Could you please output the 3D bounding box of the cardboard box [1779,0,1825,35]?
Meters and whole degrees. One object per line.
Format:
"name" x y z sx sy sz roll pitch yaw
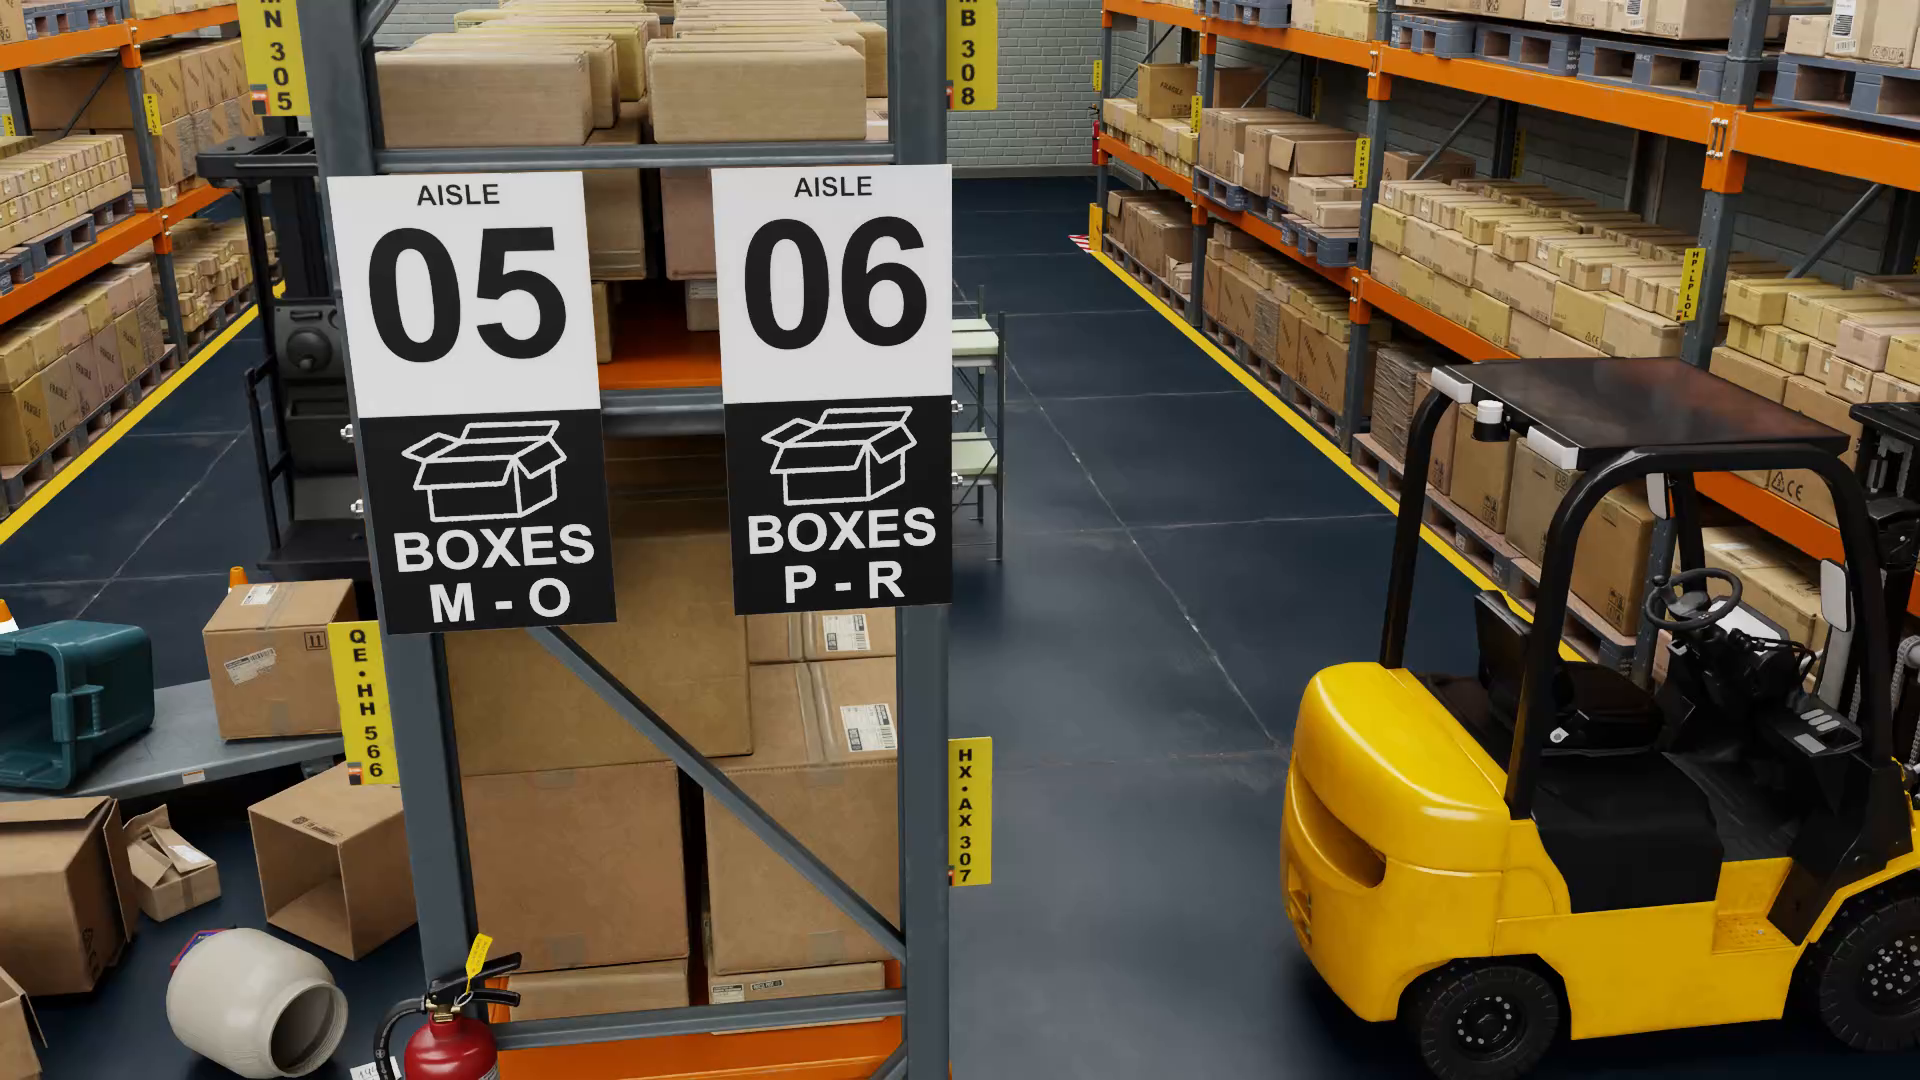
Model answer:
"cardboard box" 3.882 -2.503 7.960 0.380 0.149 0.250 -3 21 -8

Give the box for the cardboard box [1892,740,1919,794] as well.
"cardboard box" 3.782 0.896 6.146 0.500 0.250 0.500 -3 21 -8

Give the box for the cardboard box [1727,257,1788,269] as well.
"cardboard box" 3.950 -1.334 8.430 0.380 0.149 0.250 -3 21 -8

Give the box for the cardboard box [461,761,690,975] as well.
"cardboard box" -0.876 0.608 3.733 0.500 0.500 0.500 -3 21 -9

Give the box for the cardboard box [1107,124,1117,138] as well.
"cardboard box" 1.856 -4.578 18.545 0.380 0.149 0.250 -3 21 -8

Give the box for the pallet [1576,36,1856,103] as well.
"pallet" 3.670 -2.289 8.043 0.805 0.209 1.217 -4 21 -10

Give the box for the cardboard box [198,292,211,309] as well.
"cardboard box" -7.084 -2.166 15.203 0.380 0.149 0.250 -3 21 -9

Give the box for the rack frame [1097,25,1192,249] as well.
"rack frame" 2.080 -4.823 18.842 1.000 3.000 0.127 -3 21 -8

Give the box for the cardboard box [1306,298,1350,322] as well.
"cardboard box" 2.847 -1.727 12.599 0.380 0.149 0.250 -4 21 -10

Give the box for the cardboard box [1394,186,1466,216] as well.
"cardboard box" 3.028 -2.186 10.713 0.380 0.149 0.250 -2 21 -7

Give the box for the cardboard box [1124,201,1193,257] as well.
"cardboard box" 2.159 -3.334 17.829 0.700 0.500 0.500 -2 21 -6

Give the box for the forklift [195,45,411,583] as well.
"forklift" -3.263 -1.097 8.965 1.130 2.935 3.031 -2 21 -6

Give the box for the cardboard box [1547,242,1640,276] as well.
"cardboard box" 3.358 -1.480 8.822 0.380 0.149 0.250 -3 21 -9

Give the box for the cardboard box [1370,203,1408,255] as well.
"cardboard box" 3.031 -2.050 10.917 0.500 0.250 0.500 -3 21 -8

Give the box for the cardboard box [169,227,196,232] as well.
"cardboard box" -7.907 -3.045 16.706 0.380 0.149 0.250 -3 21 -8

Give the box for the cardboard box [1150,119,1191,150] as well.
"cardboard box" 2.196 -4.017 16.474 0.500 0.250 0.500 -3 21 -8

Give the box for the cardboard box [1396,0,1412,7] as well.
"cardboard box" 2.983 -3.456 10.487 0.380 0.166 0.250 -3 21 -8

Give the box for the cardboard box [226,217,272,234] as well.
"cardboard box" -7.388 -3.256 17.271 0.380 0.149 0.250 -3 21 -7

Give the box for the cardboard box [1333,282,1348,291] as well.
"cardboard box" 3.227 -2.024 13.394 0.380 0.149 0.250 -3 21 -7

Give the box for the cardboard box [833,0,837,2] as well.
"cardboard box" -0.789 -2.171 7.068 0.500 0.250 0.500 -3 21 -9

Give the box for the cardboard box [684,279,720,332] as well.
"cardboard box" -0.378 -0.537 3.438 0.380 0.149 0.250 -4 21 -9

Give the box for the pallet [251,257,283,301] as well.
"pallet" -7.622 -2.671 17.066 1.003 0.211 1.213 -3 21 -8

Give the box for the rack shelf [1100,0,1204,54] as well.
"rack shelf" 2.368 -5.199 16.589 1.077 0.370 4.000 -3 21 -8

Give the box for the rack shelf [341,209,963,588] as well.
"rack shelf" -0.813 -0.792 4.792 1.077 0.370 4.000 -3 21 -8

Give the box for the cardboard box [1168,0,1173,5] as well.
"cardboard box" 2.210 -5.193 15.904 0.380 0.149 0.250 -2 21 -6

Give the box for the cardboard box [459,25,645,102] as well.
"cardboard box" -0.905 -1.064 3.710 0.380 0.149 0.250 -3 21 -7

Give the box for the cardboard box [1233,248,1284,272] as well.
"cardboard box" 2.610 -2.450 14.534 0.380 0.149 0.250 -4 21 -11

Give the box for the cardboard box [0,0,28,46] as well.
"cardboard box" -6.537 -3.526 10.939 0.500 0.500 0.500 -3 21 -8

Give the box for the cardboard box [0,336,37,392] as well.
"cardboard box" -6.422 -1.145 10.895 0.500 0.250 0.500 -4 21 -10

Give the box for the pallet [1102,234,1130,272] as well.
"pallet" 2.207 -3.214 18.521 1.003 0.211 1.213 -3 21 -8

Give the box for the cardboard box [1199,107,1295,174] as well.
"cardboard box" 2.505 -3.503 14.565 0.700 0.500 0.500 -2 21 -6

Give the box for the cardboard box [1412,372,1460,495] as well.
"cardboard box" 3.412 -0.695 10.584 0.875 0.625 0.625 -2 21 -6

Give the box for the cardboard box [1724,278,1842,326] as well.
"cardboard box" 3.562 -1.033 7.200 0.380 0.149 0.250 -2 21 -7

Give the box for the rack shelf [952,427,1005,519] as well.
"rack shelf" 0.001 -0.395 10.062 0.431 0.370 0.720 -3 21 -8

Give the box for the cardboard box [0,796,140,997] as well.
"cardboard box" -3.426 1.270 5.902 0.797 0.637 0.503 -3 21 -8

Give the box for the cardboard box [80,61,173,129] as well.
"cardboard box" -6.962 -3.725 13.905 0.500 0.500 0.500 -2 21 -6

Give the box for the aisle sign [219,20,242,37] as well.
"aisle sign" -7.429 -5.545 17.060 0.394 0.787 0.004 -3 21 -8

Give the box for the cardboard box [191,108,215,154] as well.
"cardboard box" -7.076 -3.619 15.052 0.500 0.500 0.500 -3 21 -9

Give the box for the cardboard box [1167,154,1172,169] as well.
"cardboard box" 2.229 -3.688 16.163 0.380 0.149 0.250 -2 21 -6

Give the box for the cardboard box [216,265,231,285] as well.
"cardboard box" -7.096 -2.490 15.646 0.380 0.149 0.250 -3 21 -8

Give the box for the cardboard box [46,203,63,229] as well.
"cardboard box" -6.656 -2.310 11.873 0.380 0.149 0.250 -4 21 -10

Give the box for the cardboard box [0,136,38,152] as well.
"cardboard box" -7.537 -3.100 13.138 0.380 0.149 0.250 -2 21 -5

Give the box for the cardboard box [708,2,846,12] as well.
"cardboard box" -0.522 -1.447 4.735 0.380 0.149 0.250 -3 21 -7

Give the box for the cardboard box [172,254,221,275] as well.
"cardboard box" -7.065 -2.536 15.344 0.380 0.149 0.250 -2 21 -7

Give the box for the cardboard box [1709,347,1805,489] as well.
"cardboard box" 3.616 -0.548 7.254 0.500 0.500 0.500 -3 21 -9

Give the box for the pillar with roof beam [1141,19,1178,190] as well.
"pillar with roof beam" -1.677 -8.395 19.833 9.100 9.000 0.400 -3 21 -8

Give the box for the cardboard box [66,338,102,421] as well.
"cardboard box" -6.566 -1.152 11.985 0.500 0.500 0.500 -3 21 -9

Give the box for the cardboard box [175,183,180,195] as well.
"cardboard box" -7.056 -3.074 14.519 0.380 0.149 0.250 -4 21 -10

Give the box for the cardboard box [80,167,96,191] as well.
"cardboard box" -6.770 -2.721 12.547 0.380 0.149 0.250 -4 21 -10

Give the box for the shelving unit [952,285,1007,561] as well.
"shelving unit" 0.001 -0.700 9.948 0.431 1.500 0.755 -3 21 -8

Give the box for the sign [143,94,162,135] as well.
"sign" -6.590 -3.473 13.574 0.100 0.325 0.005 -3 21 -8

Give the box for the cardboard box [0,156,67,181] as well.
"cardboard box" -6.700 -2.679 12.011 0.380 0.149 0.250 -4 21 -10

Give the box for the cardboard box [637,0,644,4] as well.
"cardboard box" -1.313 -1.864 5.851 0.380 0.149 0.250 -2 21 -6

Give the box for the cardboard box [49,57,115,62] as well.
"cardboard box" -7.553 -3.884 14.332 0.500 0.500 0.500 -4 21 -9

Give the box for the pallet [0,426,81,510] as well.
"pallet" -6.673 -0.481 11.203 1.003 0.211 1.213 -3 21 -8

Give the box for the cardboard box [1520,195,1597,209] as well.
"cardboard box" 3.710 -2.042 10.327 0.380 0.149 0.250 -3 21 -9

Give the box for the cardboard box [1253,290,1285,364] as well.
"cardboard box" 2.727 -1.748 13.582 0.500 0.500 0.500 -4 21 -10

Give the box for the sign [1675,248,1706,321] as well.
"sign" 3.274 -1.143 7.447 0.100 0.325 0.005 -3 21 -8
